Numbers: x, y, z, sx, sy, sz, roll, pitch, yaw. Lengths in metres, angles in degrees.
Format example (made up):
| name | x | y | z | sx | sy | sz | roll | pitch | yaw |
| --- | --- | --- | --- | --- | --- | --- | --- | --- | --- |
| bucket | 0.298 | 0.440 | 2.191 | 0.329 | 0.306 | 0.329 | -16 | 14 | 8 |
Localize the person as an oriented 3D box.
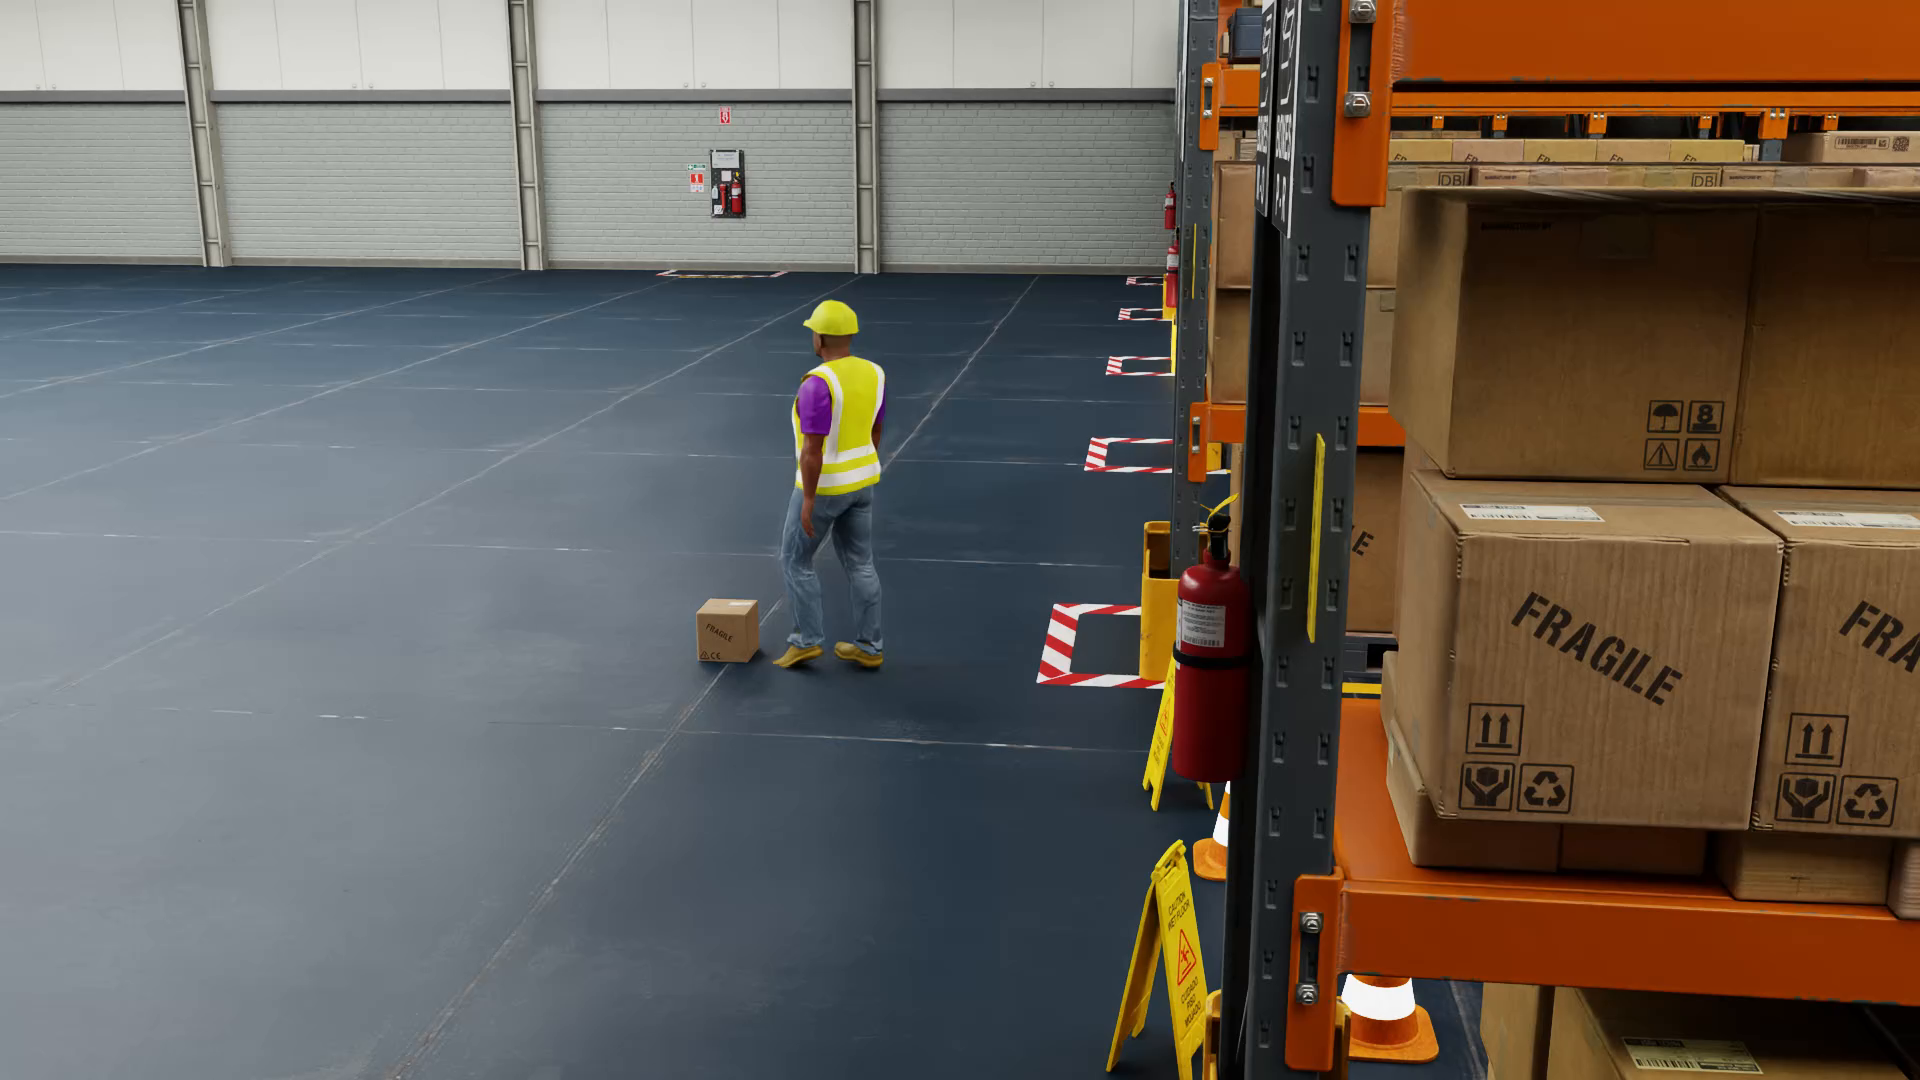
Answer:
| name | x | y | z | sx | sy | sz | roll | pitch | yaw |
| --- | --- | --- | --- | --- | --- | --- | --- | --- | --- |
| person | -0.611 | -0.234 | 7.939 | 0.563 | 1.826 | 0.588 | 12 | 19 | 40 |
